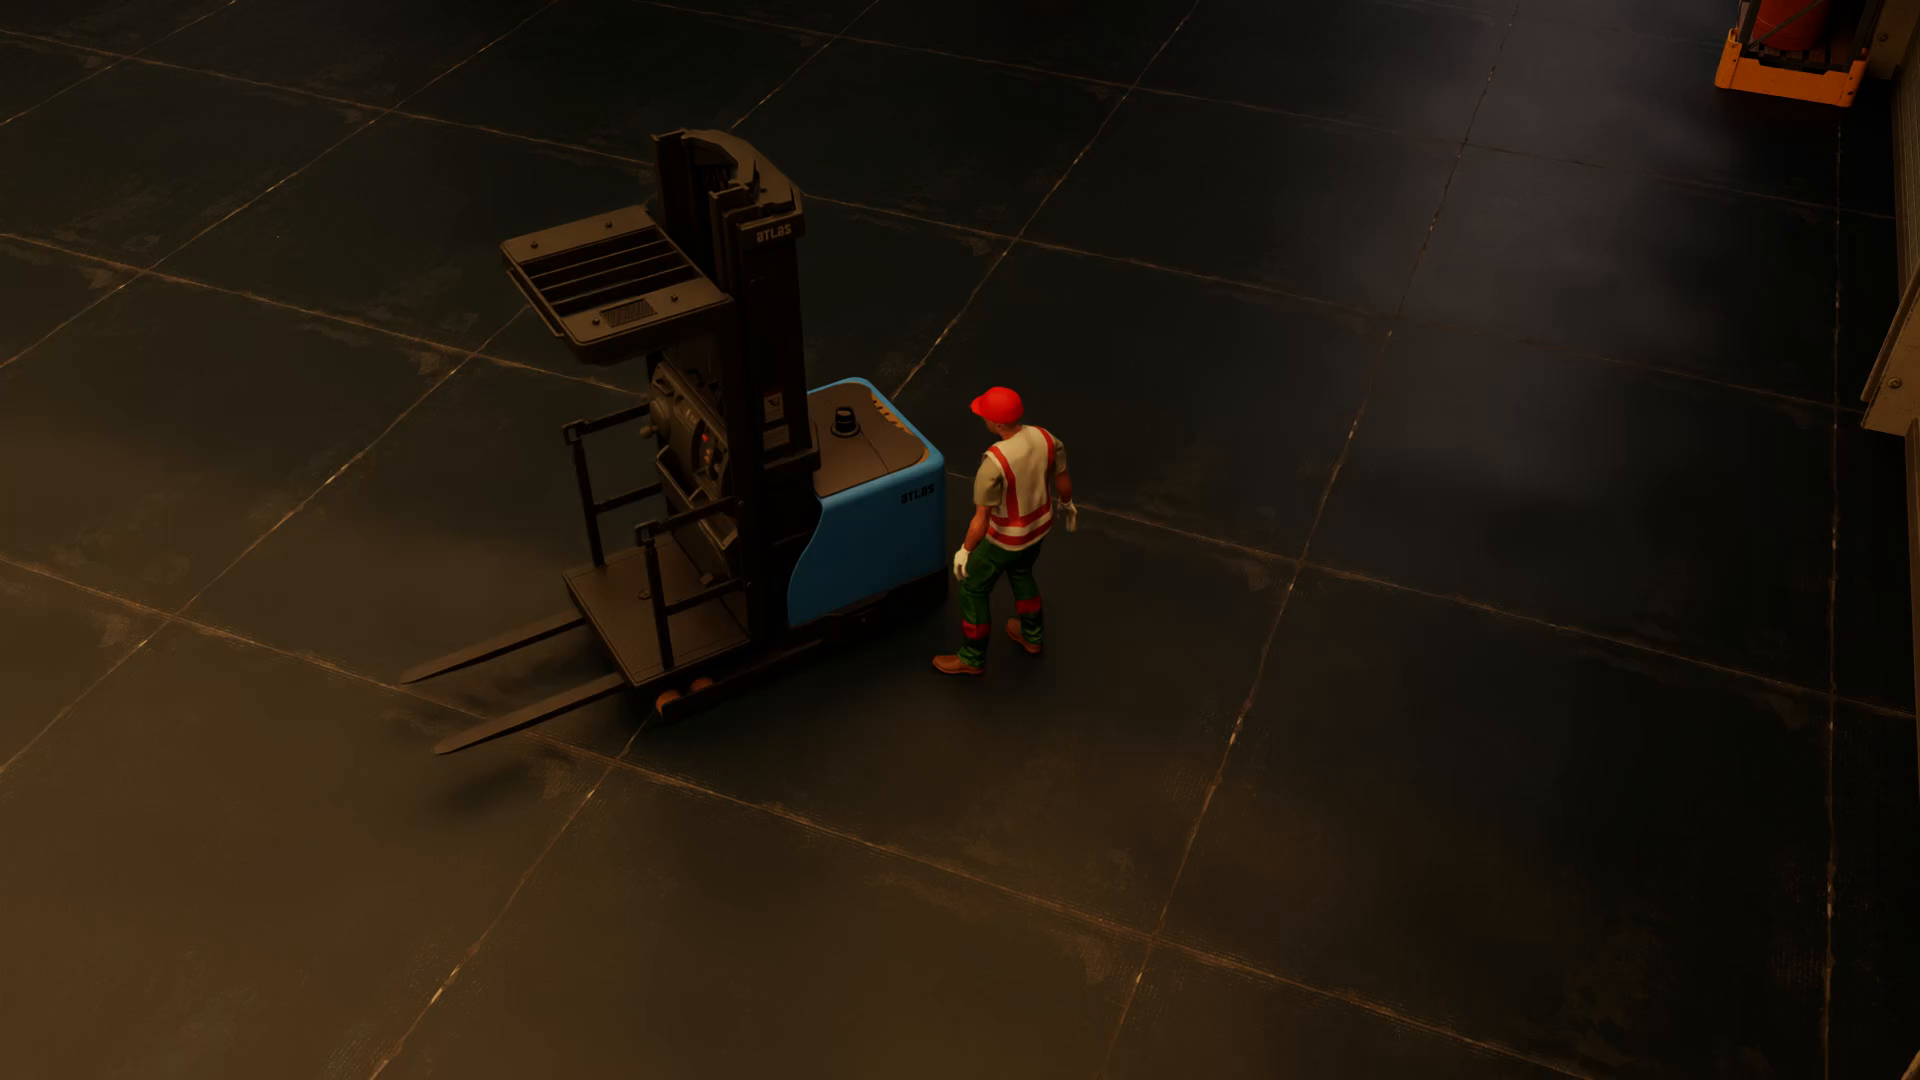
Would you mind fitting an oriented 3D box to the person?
[{"bbox_3d":[0.247,-0.070,9.010,0.848,1.750,0.430,-32,49,-32],"label":"person"}]

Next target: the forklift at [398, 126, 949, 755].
[{"bbox_3d":[-1.595,-0.528,8.636,3.031,2.935,1.130,-21,44,-23],"label":"forklift"}]
